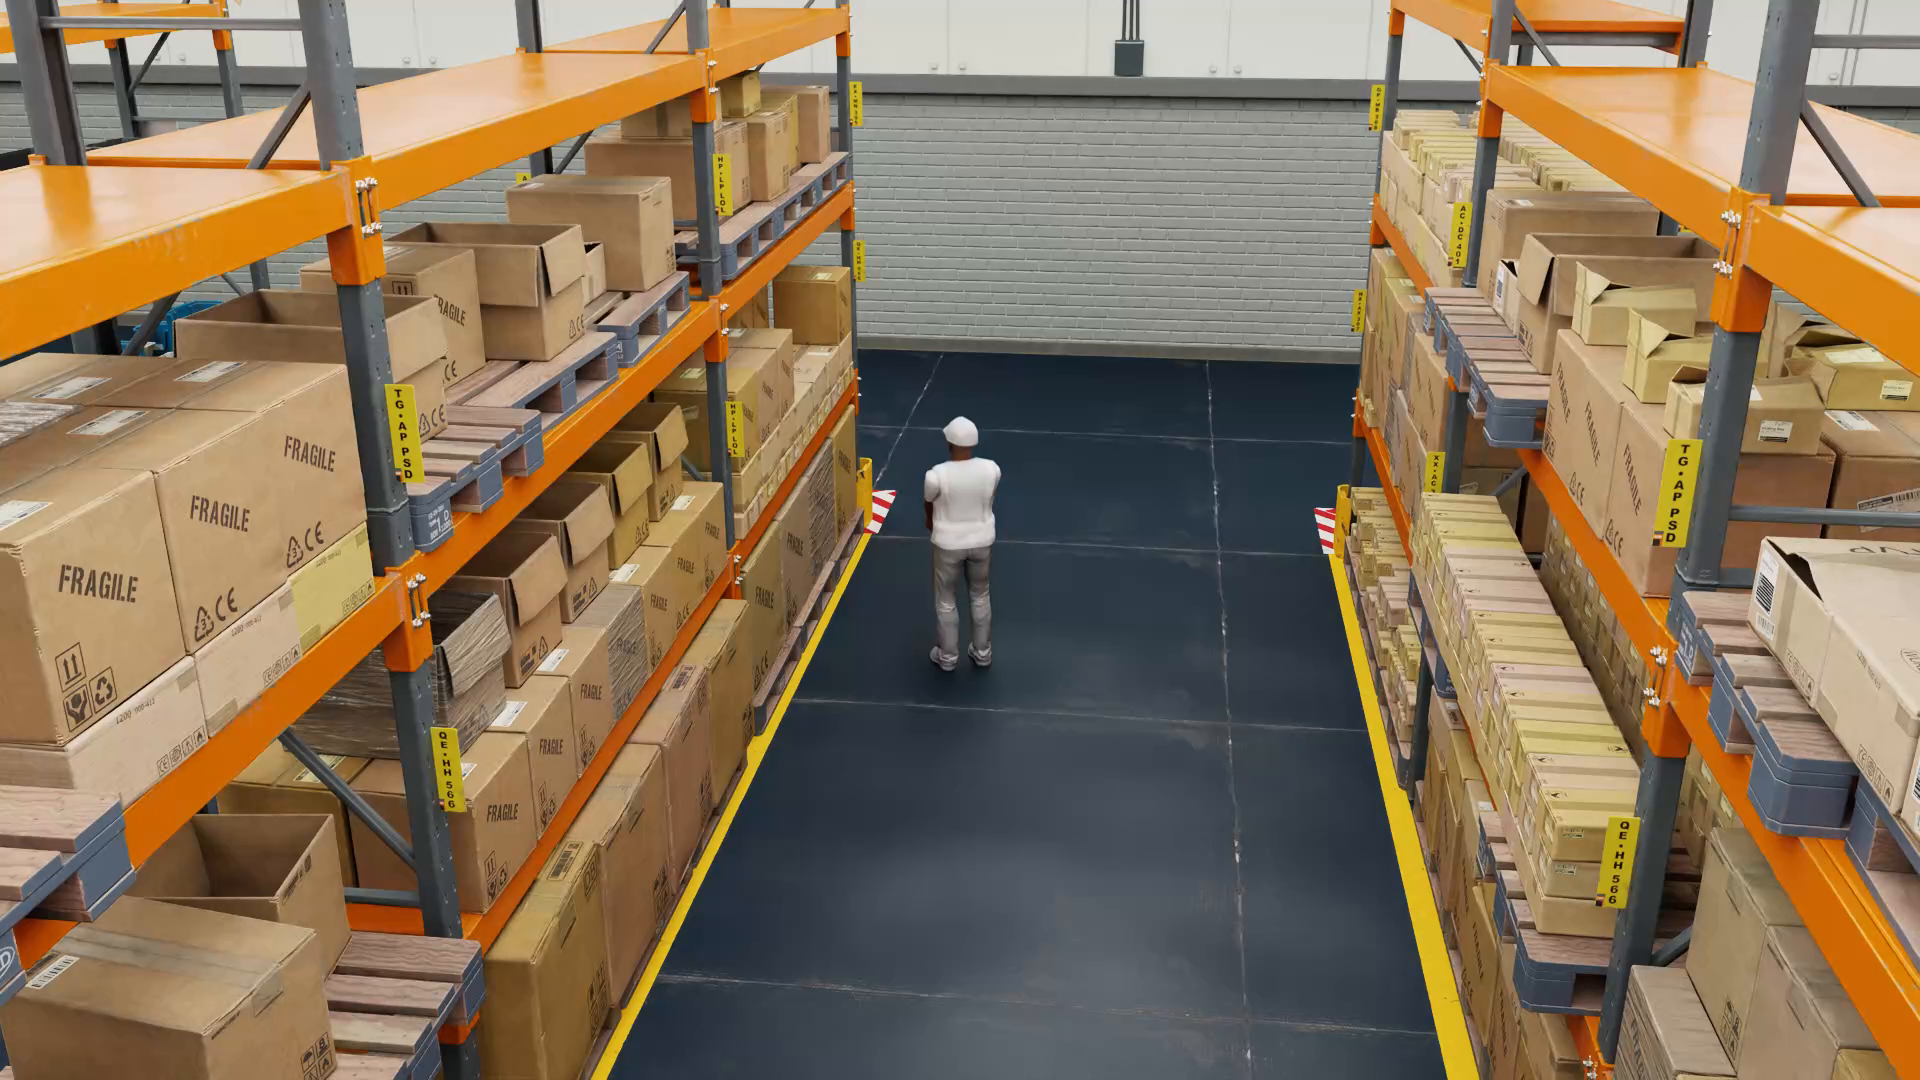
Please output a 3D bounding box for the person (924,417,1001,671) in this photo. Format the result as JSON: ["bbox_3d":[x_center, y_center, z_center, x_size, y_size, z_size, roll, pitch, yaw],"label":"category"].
[{"bbox_3d":[-0.023,-0.015,11.096,0.503,1.760,0.586,-6,22,-15],"label":"person"}]
